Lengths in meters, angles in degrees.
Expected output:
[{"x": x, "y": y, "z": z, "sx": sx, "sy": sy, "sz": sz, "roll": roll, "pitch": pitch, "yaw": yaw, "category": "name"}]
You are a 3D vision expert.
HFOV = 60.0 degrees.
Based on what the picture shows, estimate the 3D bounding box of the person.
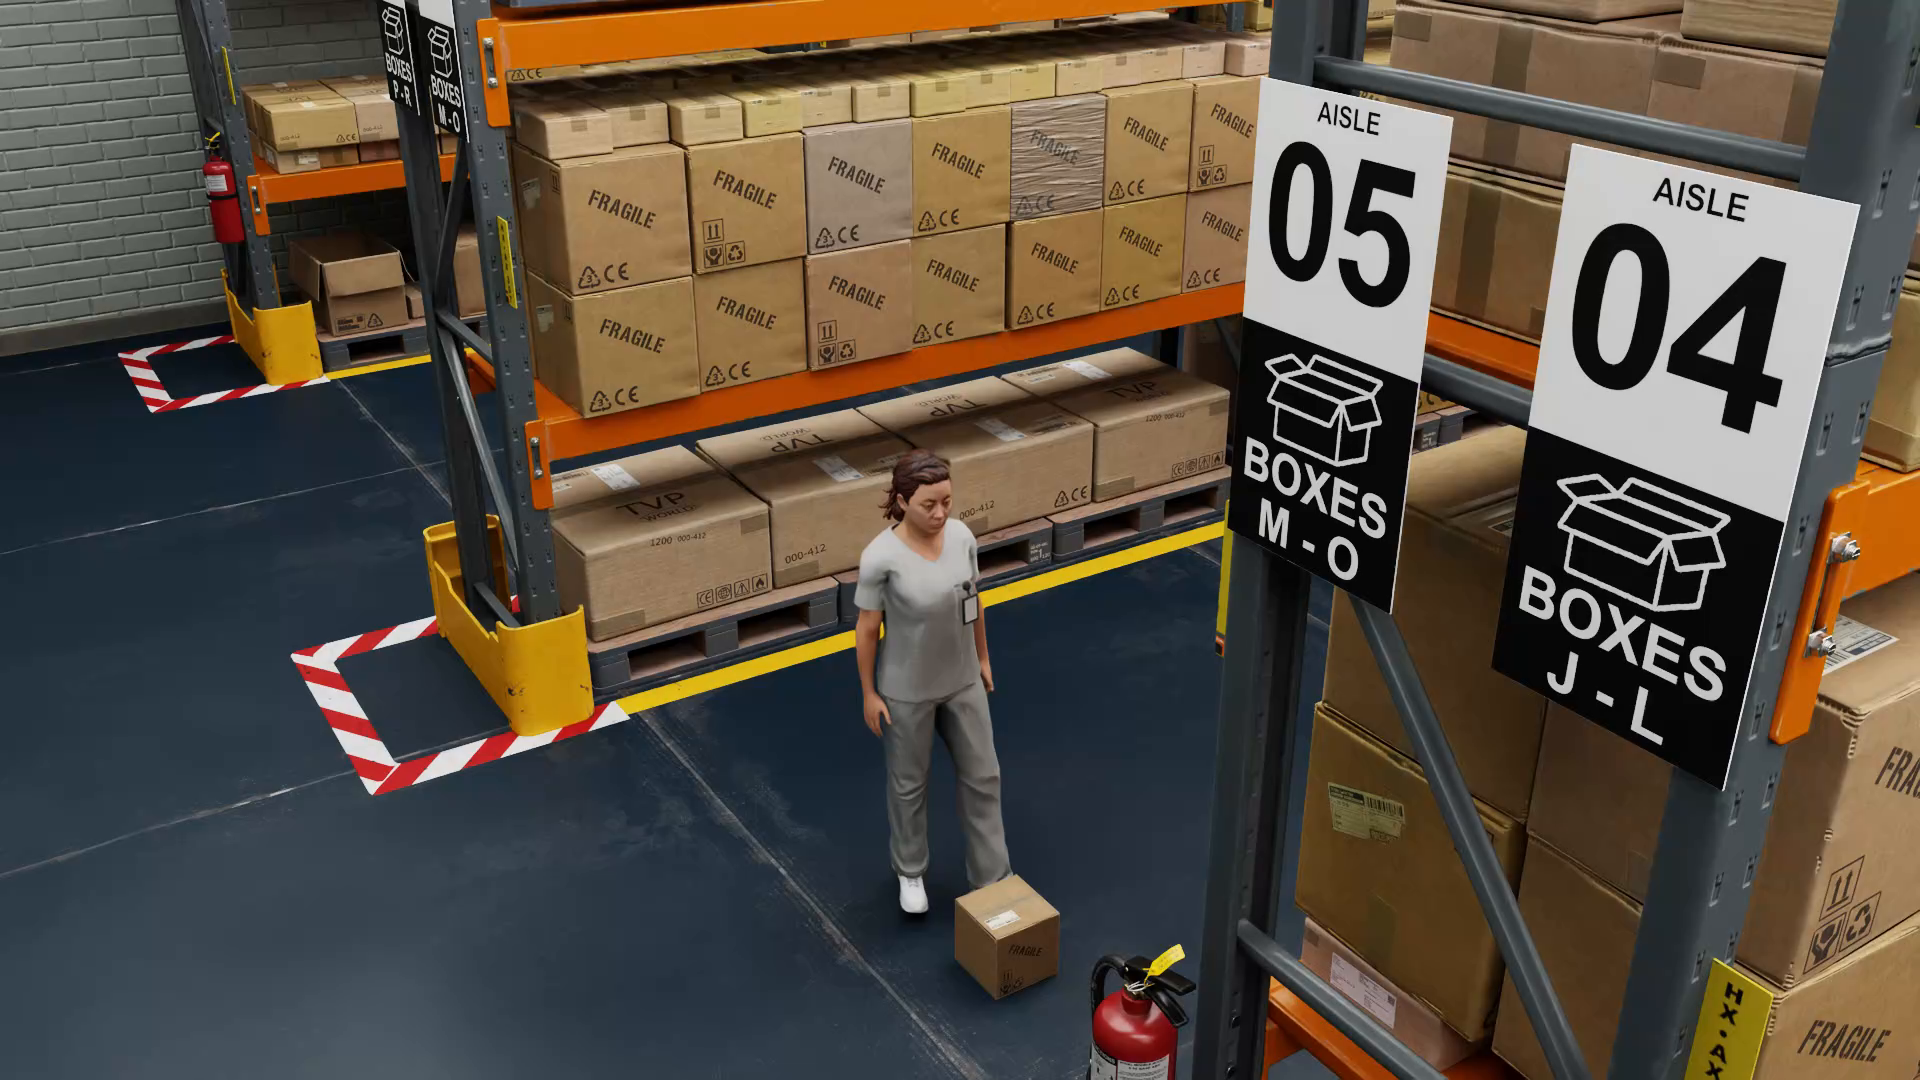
[{"x": -0.046, "y": 0.526, "z": 5.467, "sx": 0.499, "sy": 1.671, "sz": 0.608, "roll": -13, "pitch": 28, "yaw": -25, "category": "person"}]
